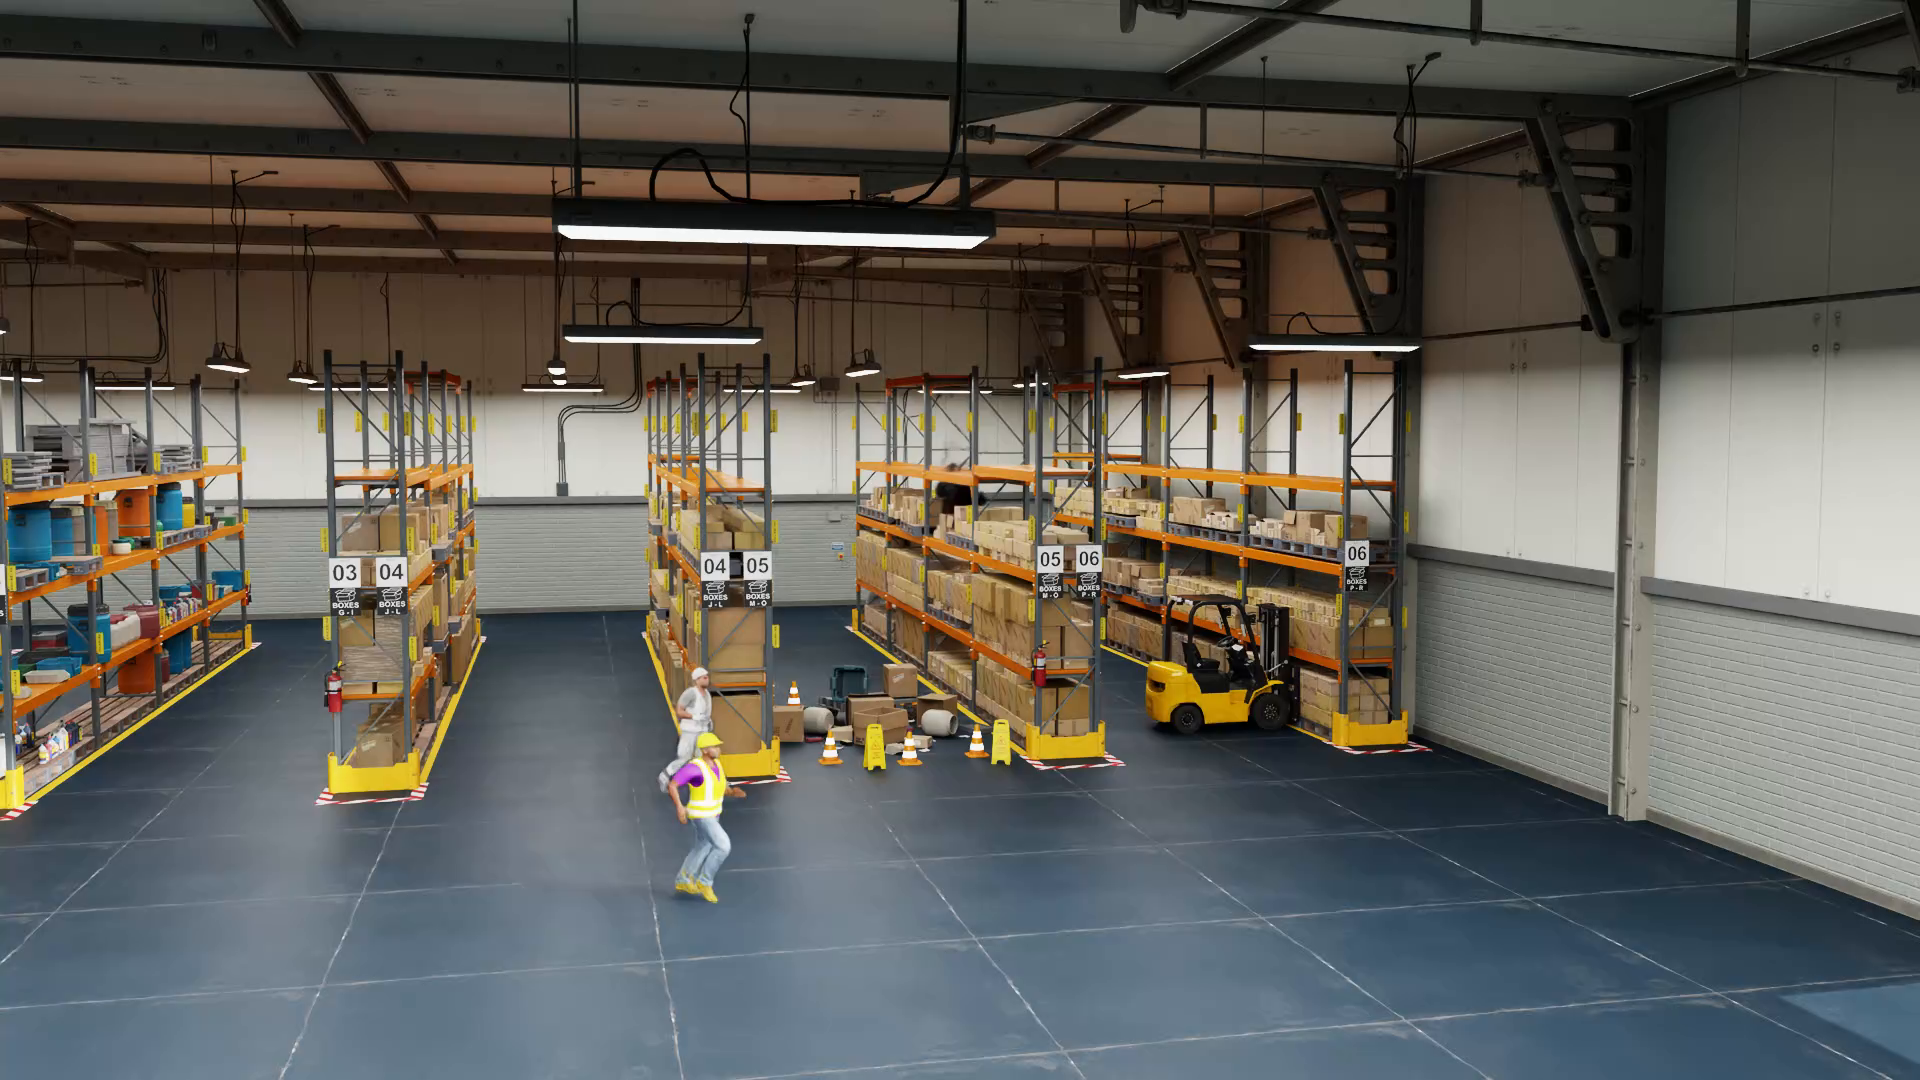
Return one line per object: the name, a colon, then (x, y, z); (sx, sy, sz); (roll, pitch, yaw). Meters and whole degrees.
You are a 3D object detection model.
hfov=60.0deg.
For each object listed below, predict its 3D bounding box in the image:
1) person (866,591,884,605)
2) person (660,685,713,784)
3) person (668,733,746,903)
person: (-2.183, 1.257, 41.862); (0.912, 1.599, 0.629); (2, 4, 26)
person: (-3.449, 2.664, 22.192); (0.479, 1.454, 0.640); (2, 5, 30)
person: (-2.649, 2.912, 17.463); (0.809, 1.787, 0.671); (1, 4, 16)
